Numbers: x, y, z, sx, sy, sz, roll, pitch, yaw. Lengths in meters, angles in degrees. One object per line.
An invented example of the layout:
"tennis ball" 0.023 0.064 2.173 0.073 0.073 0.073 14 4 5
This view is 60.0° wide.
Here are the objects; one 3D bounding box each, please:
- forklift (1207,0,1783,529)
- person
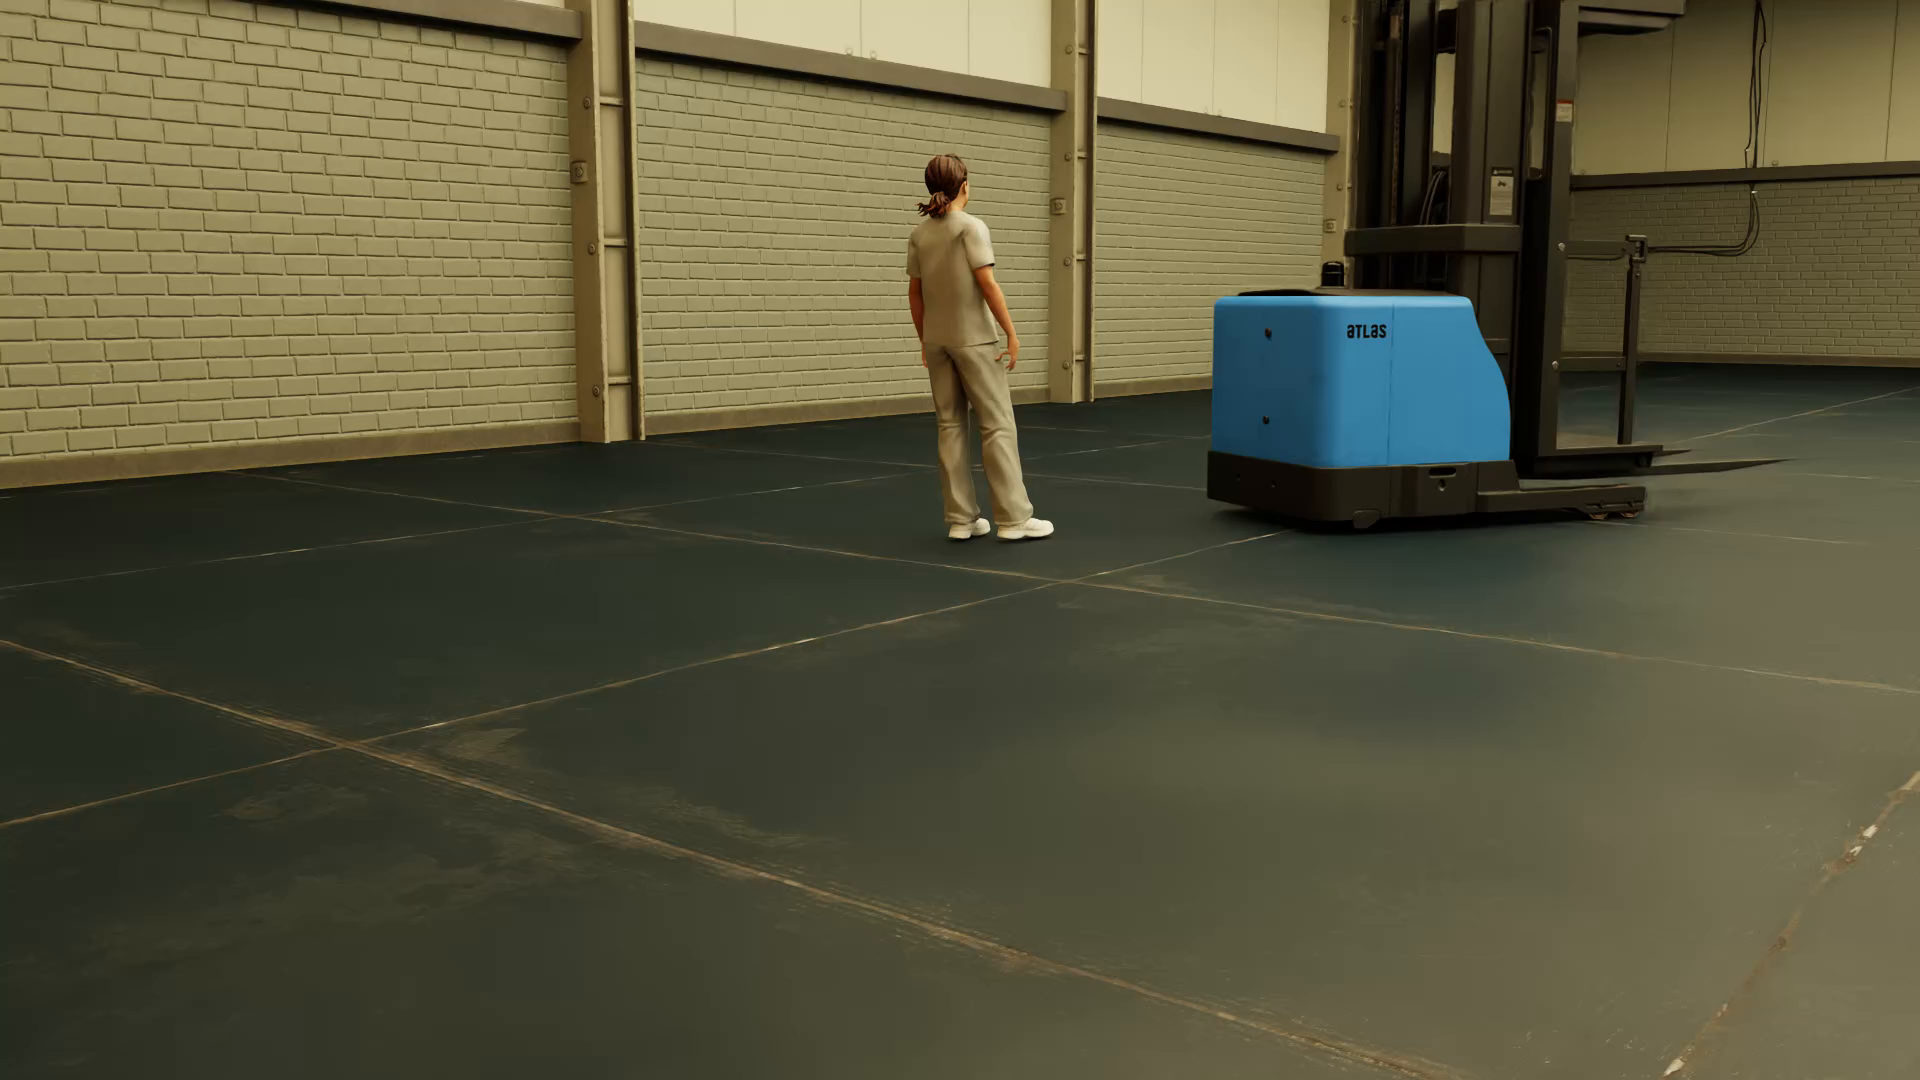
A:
"forklift" 2.807 -1.612 8.299 3.031 2.935 1.130 -3 9 -22
"person" 0.057 -0.844 7.330 0.549 1.675 0.549 7 11 38
